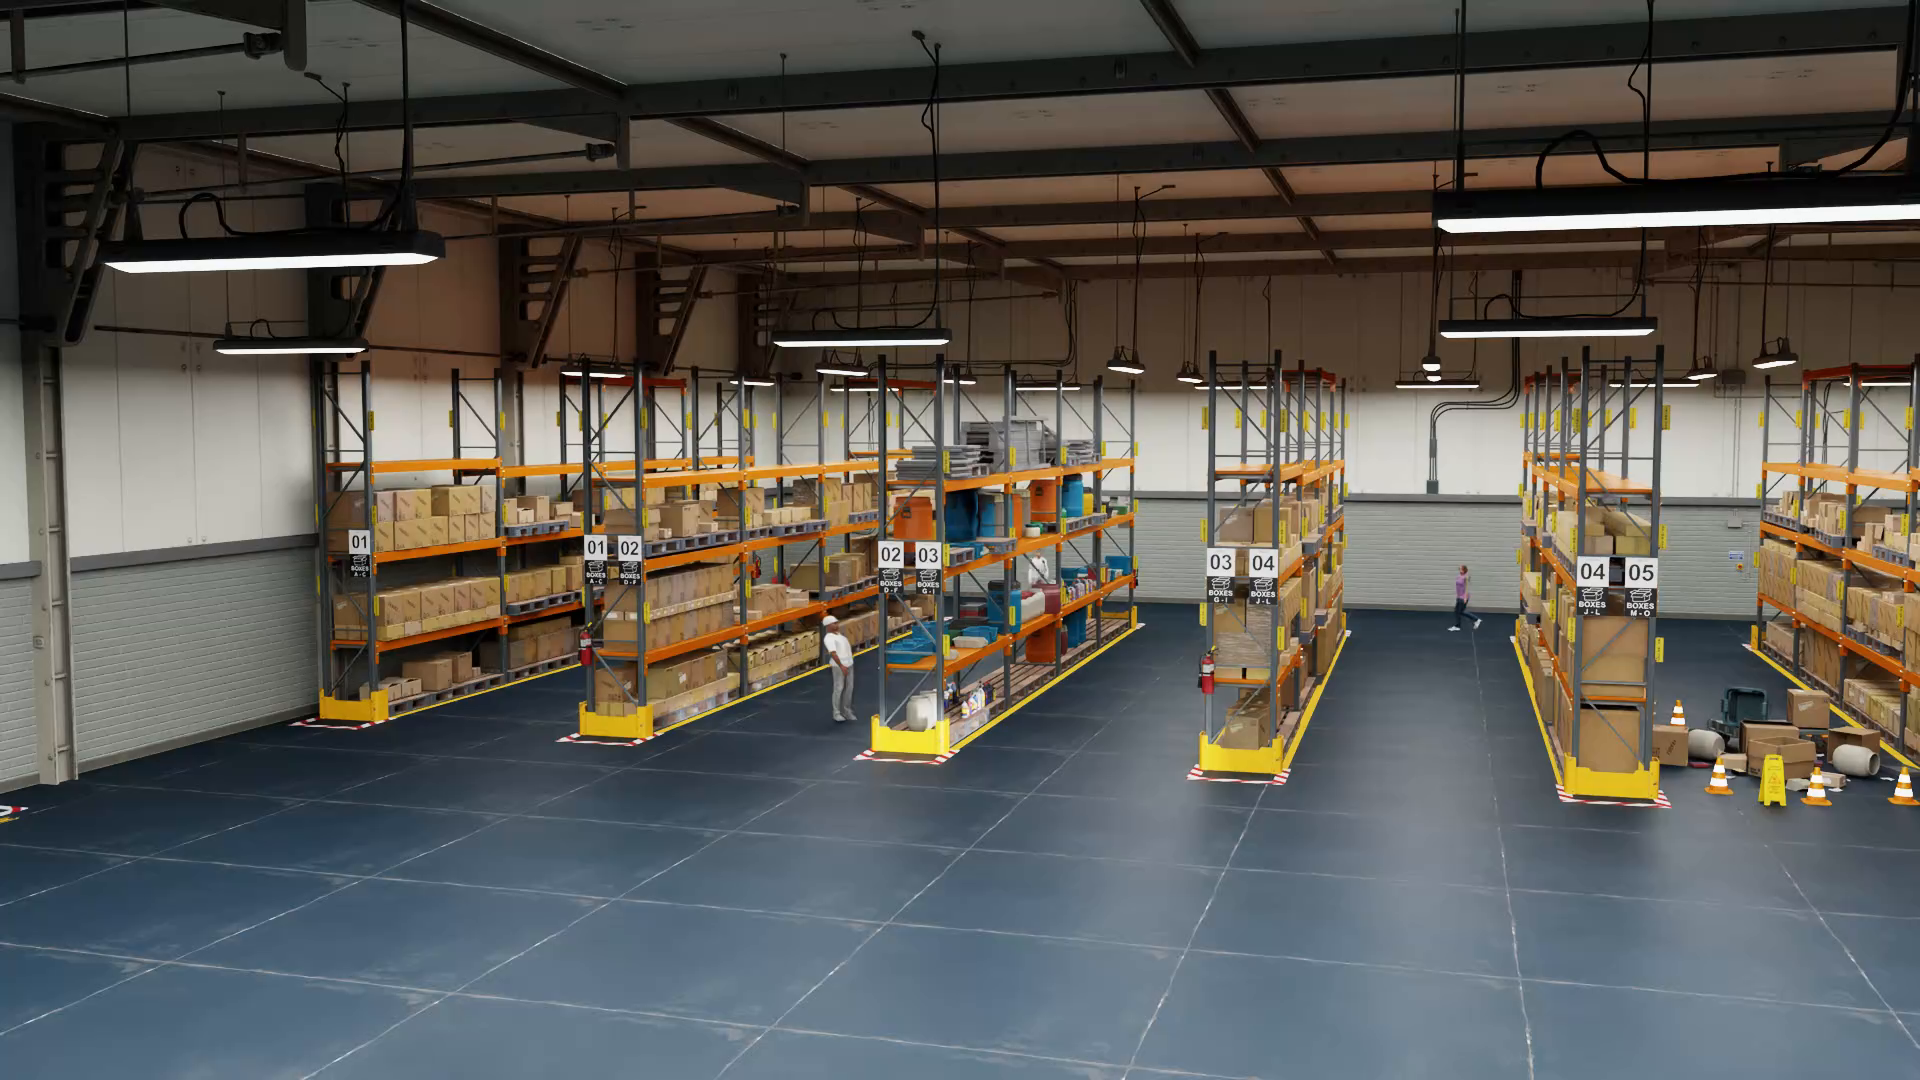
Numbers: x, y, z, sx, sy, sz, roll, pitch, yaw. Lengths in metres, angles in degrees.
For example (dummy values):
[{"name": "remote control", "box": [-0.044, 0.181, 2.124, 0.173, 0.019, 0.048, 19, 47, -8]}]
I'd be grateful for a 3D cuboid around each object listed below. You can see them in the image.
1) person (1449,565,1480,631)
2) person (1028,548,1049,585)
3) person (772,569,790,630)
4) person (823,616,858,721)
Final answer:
[{"name": "person", "box": [11.997, 1.375, 39.540, 0.706, 1.585, 0.420, 0, 4, 4]}, {"name": "person", "box": [2.100, 1.030, 43.839, 0.516, 1.692, 0.424, -2, 5, -27]}, {"name": "person", "box": [-3.984, 1.452, 37.690, 0.531, 1.748, 0.560, 2, 5, 27]}, {"name": "person", "box": [-1.972, 2.157, 27.792, 0.675, 1.783, 0.625, 3, 5, 38]}]
